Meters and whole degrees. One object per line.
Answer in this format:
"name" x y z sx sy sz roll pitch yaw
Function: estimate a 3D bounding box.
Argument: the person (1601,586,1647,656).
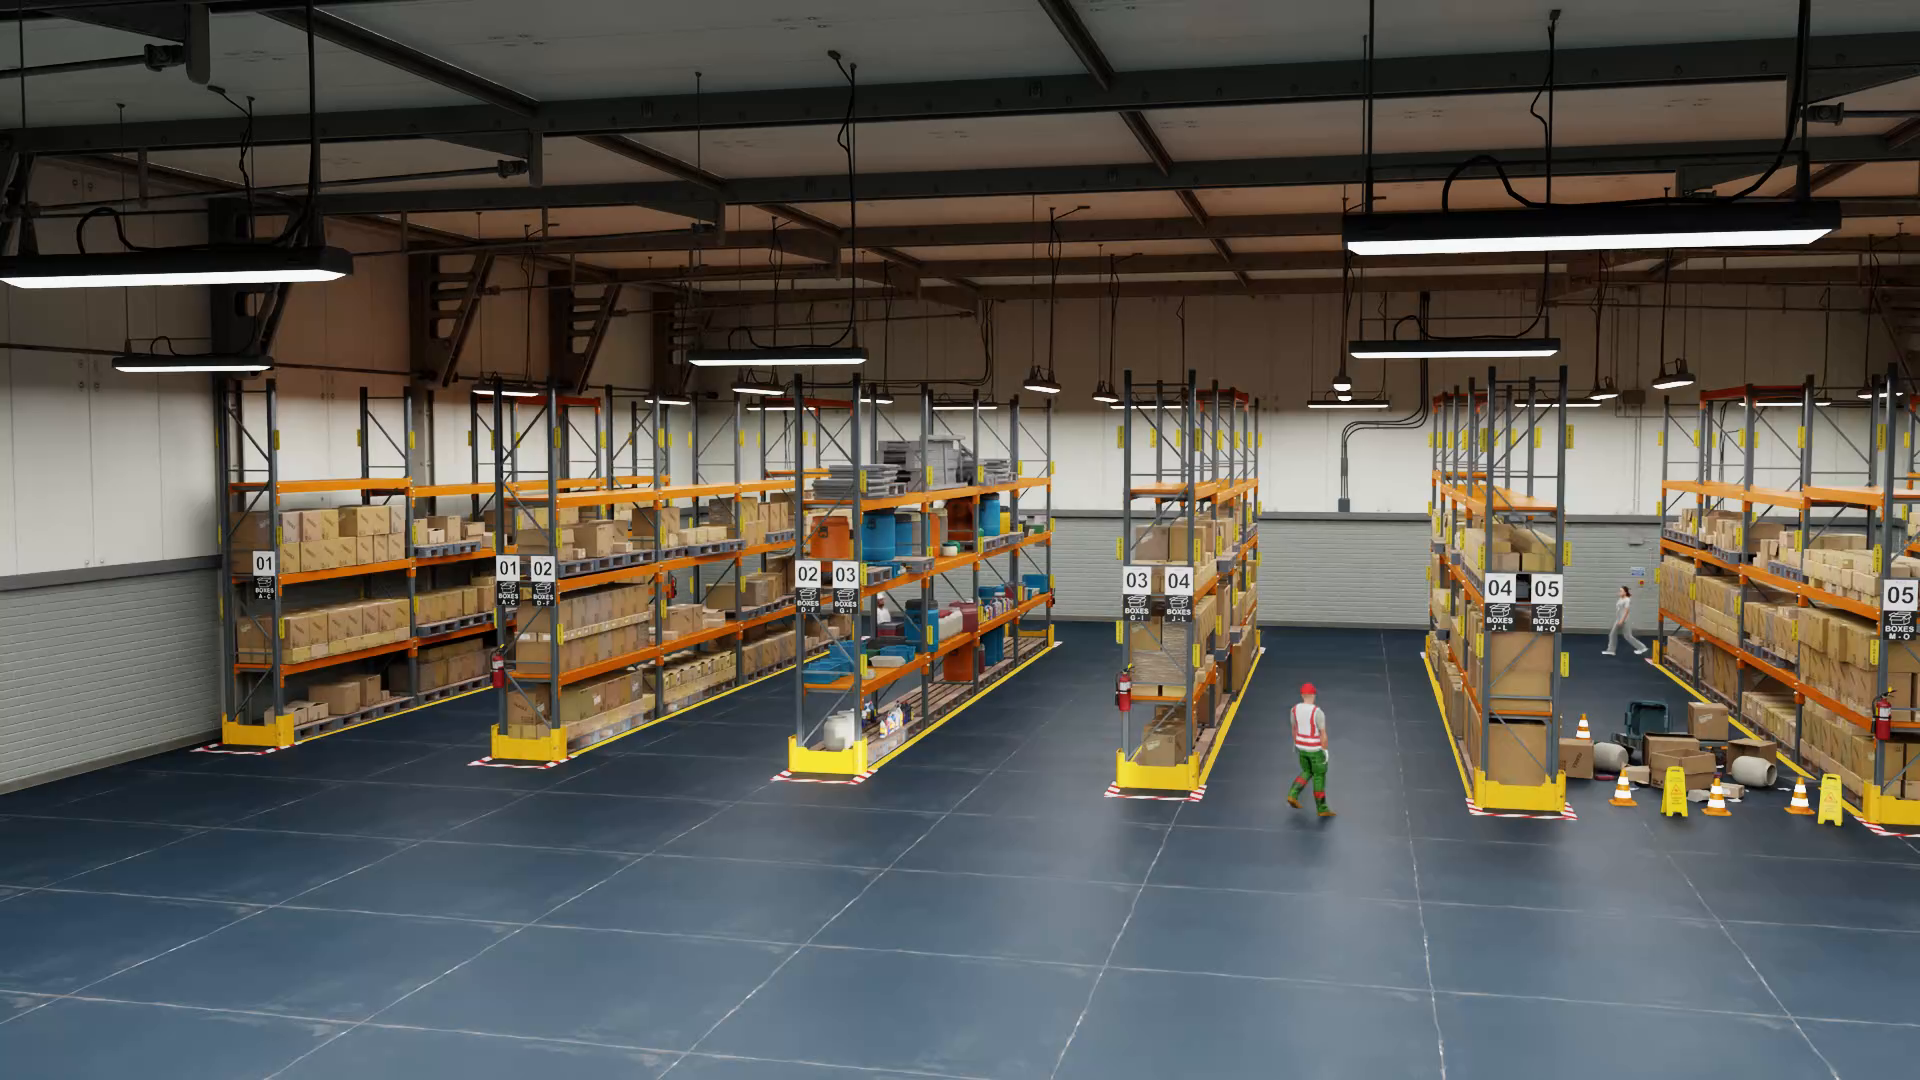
"person" 15.384 1.876 38.482 0.977 1.627 0.478 1 3 11

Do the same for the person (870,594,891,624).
"person" -1.610 2.017 34.952 0.515 1.759 0.621 1 4 20

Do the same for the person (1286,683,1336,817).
"person" 4.696 2.791 22.178 0.593 1.793 0.605 -2 4 -34
